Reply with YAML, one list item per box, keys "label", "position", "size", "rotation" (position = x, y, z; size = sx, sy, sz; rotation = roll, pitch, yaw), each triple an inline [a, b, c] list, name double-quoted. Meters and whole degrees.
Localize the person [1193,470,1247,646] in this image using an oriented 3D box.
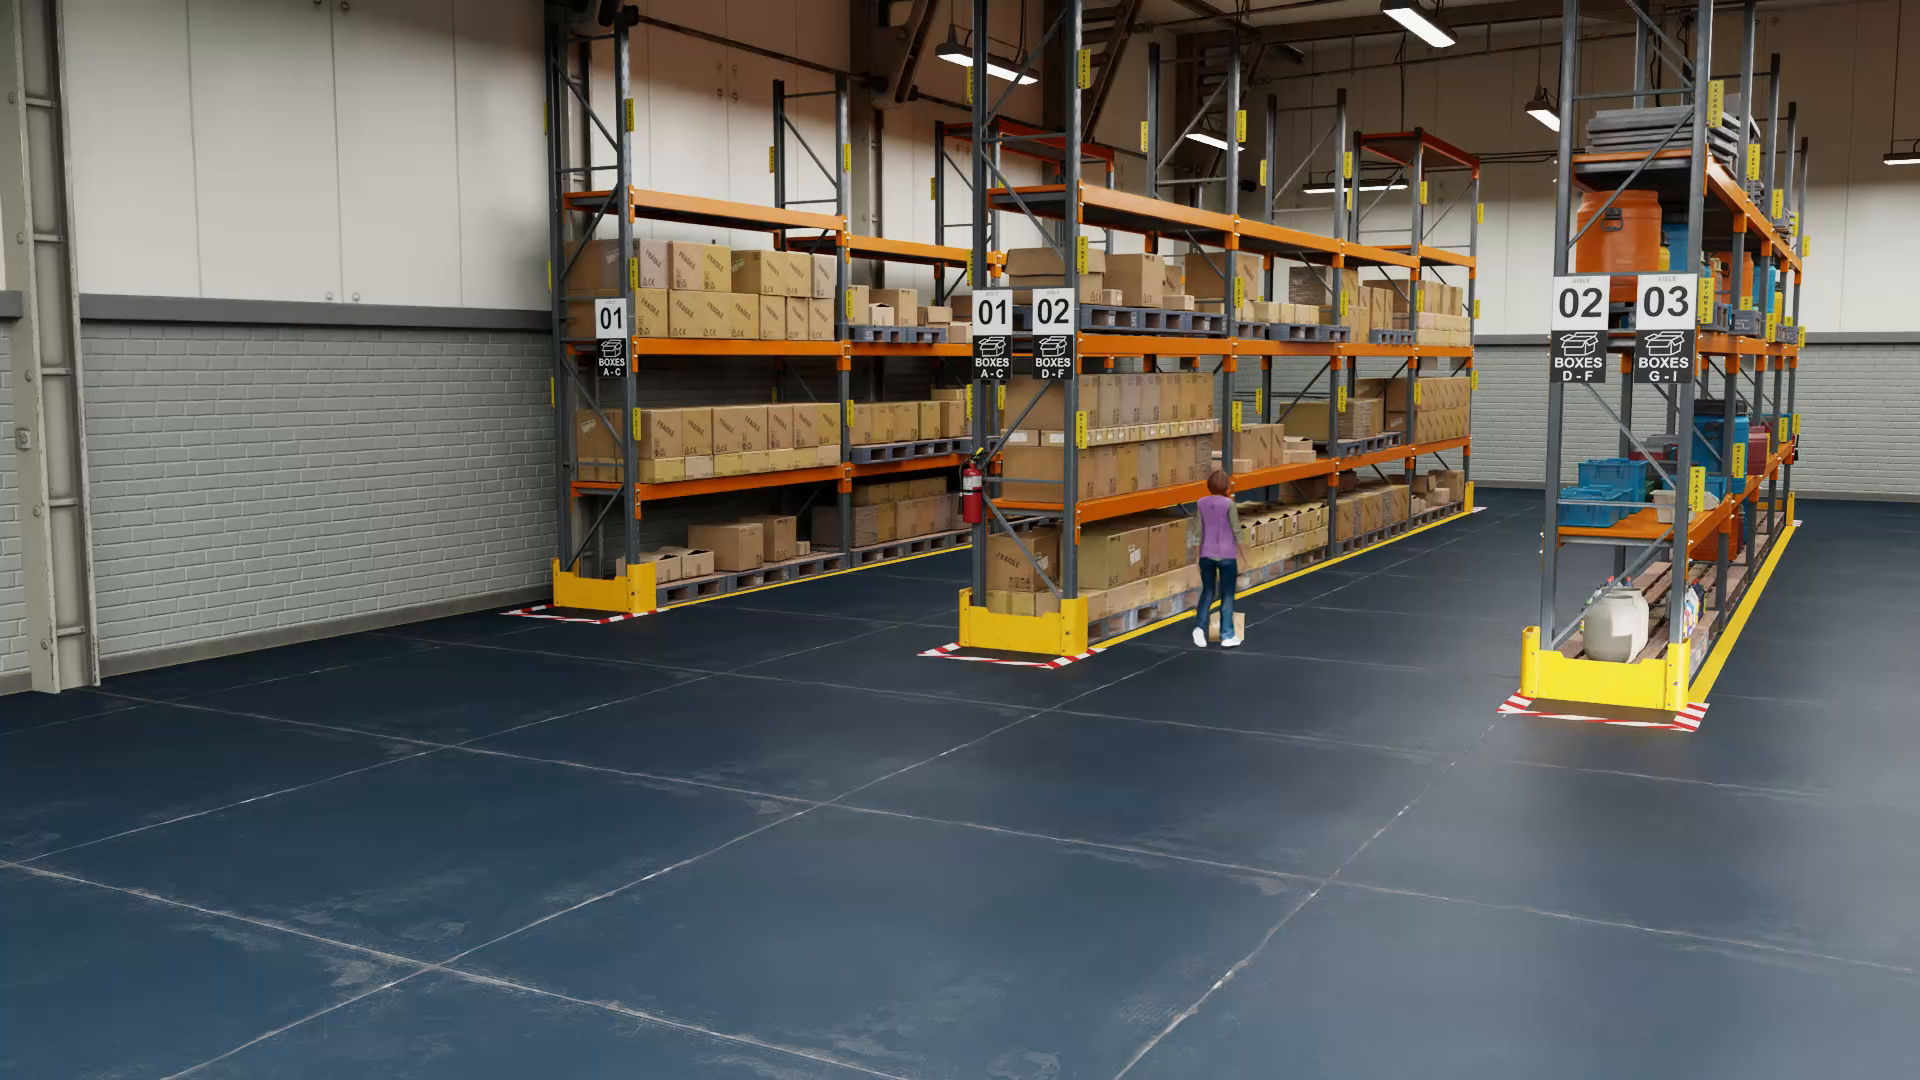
- label: "person"
  position: [2.333, 0.168, 14.875]
  size: [0.437, 1.606, 0.479]
  rotation: [4, 7, 33]
